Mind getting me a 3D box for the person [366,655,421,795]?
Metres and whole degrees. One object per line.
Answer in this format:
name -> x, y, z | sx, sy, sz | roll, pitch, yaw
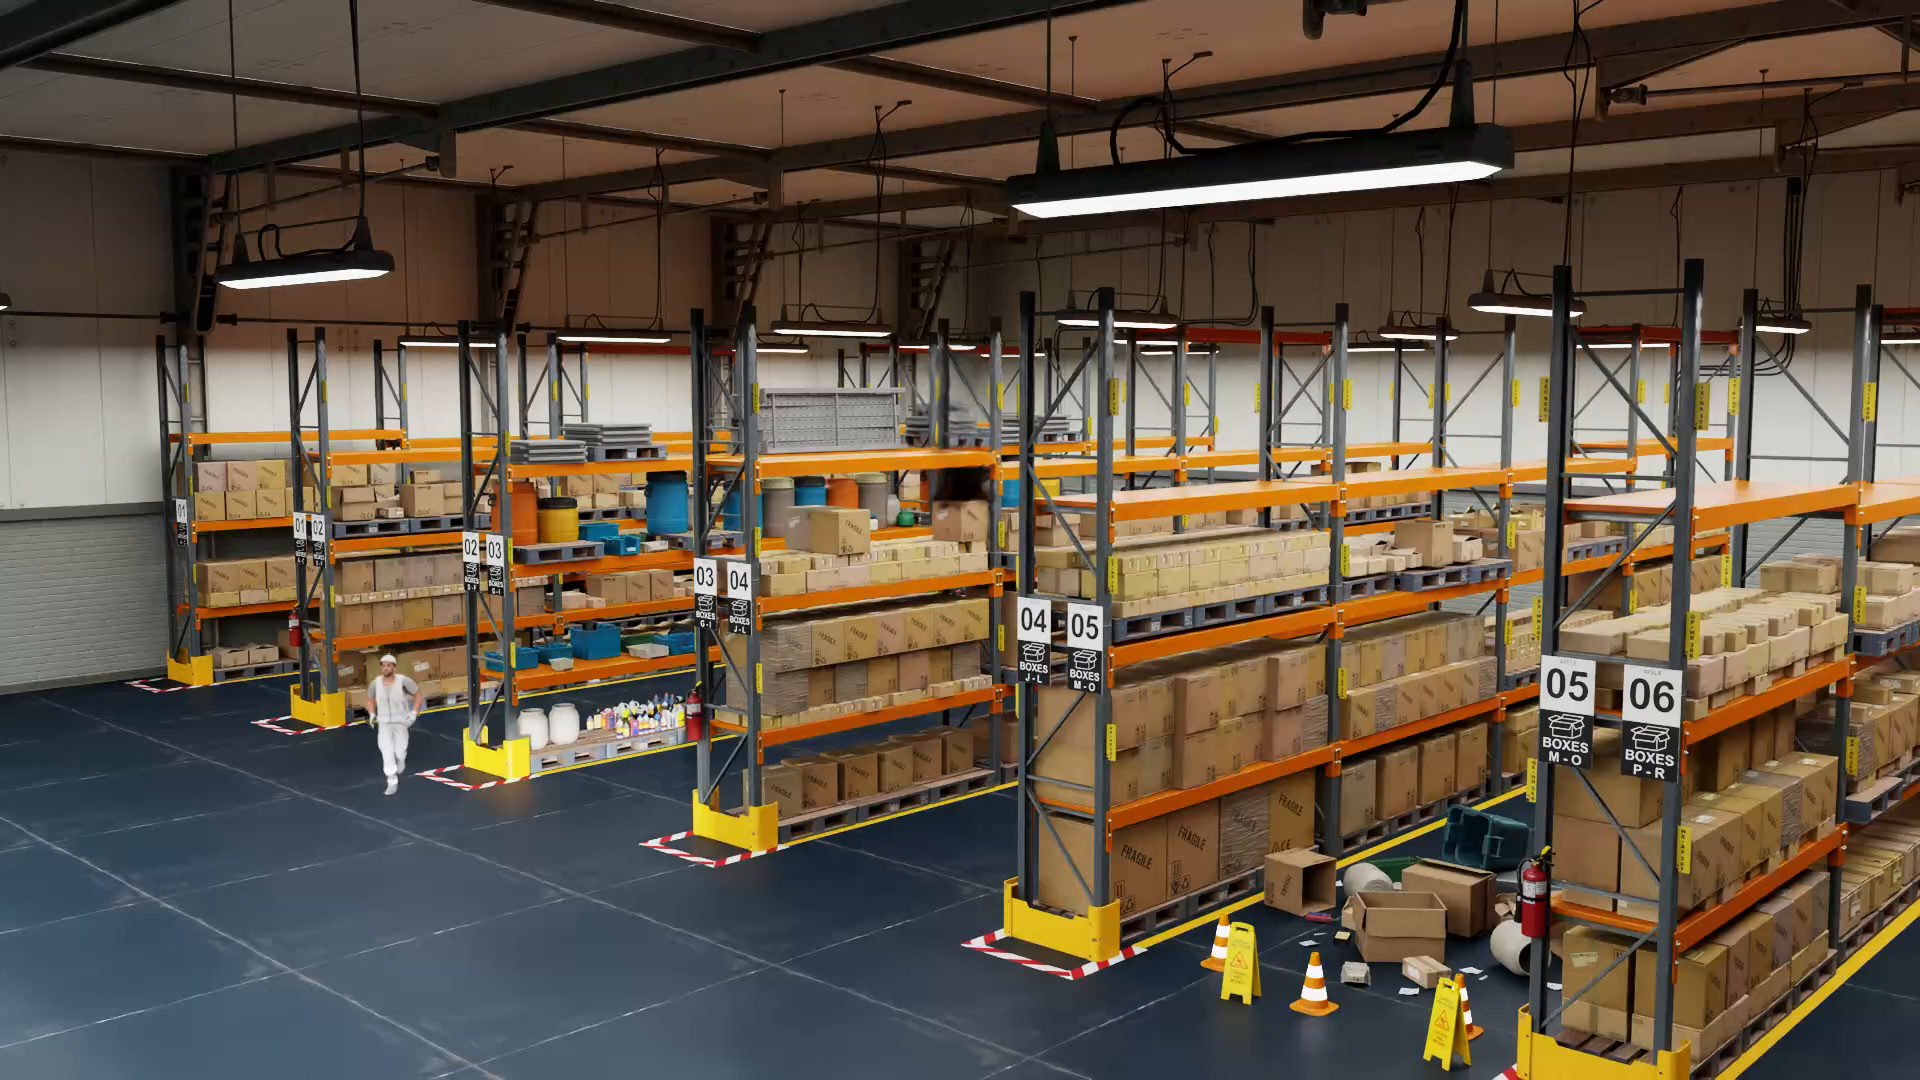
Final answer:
person -> -7.204, 2.316, 21.181 | 0.679, 1.763, 0.669 | -1, 5, -8
